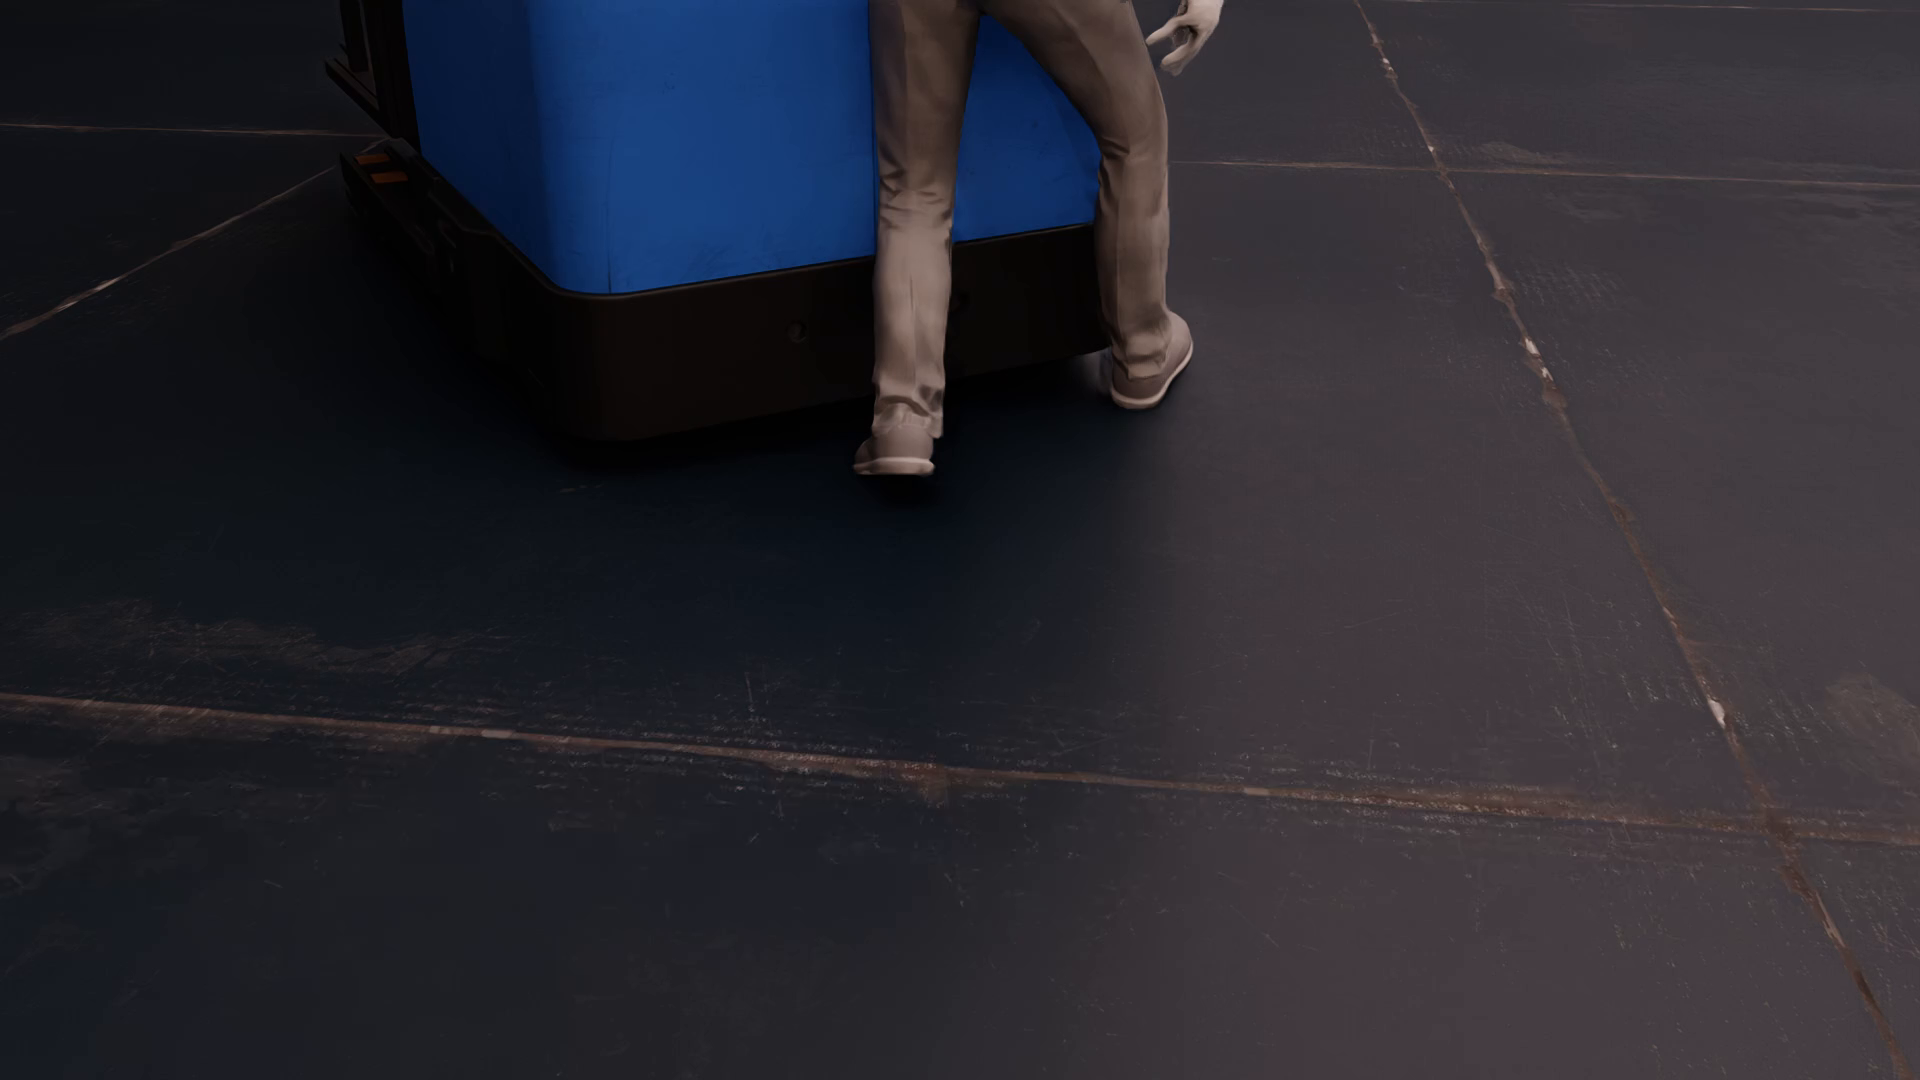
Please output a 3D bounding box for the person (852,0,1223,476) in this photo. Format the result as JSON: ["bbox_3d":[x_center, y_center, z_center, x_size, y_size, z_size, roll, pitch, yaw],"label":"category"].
[{"bbox_3d":[0.116,-0.901,2.559,0.614,1.627,0.785,8,28,15],"label":"person"}]

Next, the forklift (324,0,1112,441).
[{"bbox_3d":[-0.849,-2.093,3.412,1.130,2.935,3.031,-13,30,-25],"label":"forklift"}]
